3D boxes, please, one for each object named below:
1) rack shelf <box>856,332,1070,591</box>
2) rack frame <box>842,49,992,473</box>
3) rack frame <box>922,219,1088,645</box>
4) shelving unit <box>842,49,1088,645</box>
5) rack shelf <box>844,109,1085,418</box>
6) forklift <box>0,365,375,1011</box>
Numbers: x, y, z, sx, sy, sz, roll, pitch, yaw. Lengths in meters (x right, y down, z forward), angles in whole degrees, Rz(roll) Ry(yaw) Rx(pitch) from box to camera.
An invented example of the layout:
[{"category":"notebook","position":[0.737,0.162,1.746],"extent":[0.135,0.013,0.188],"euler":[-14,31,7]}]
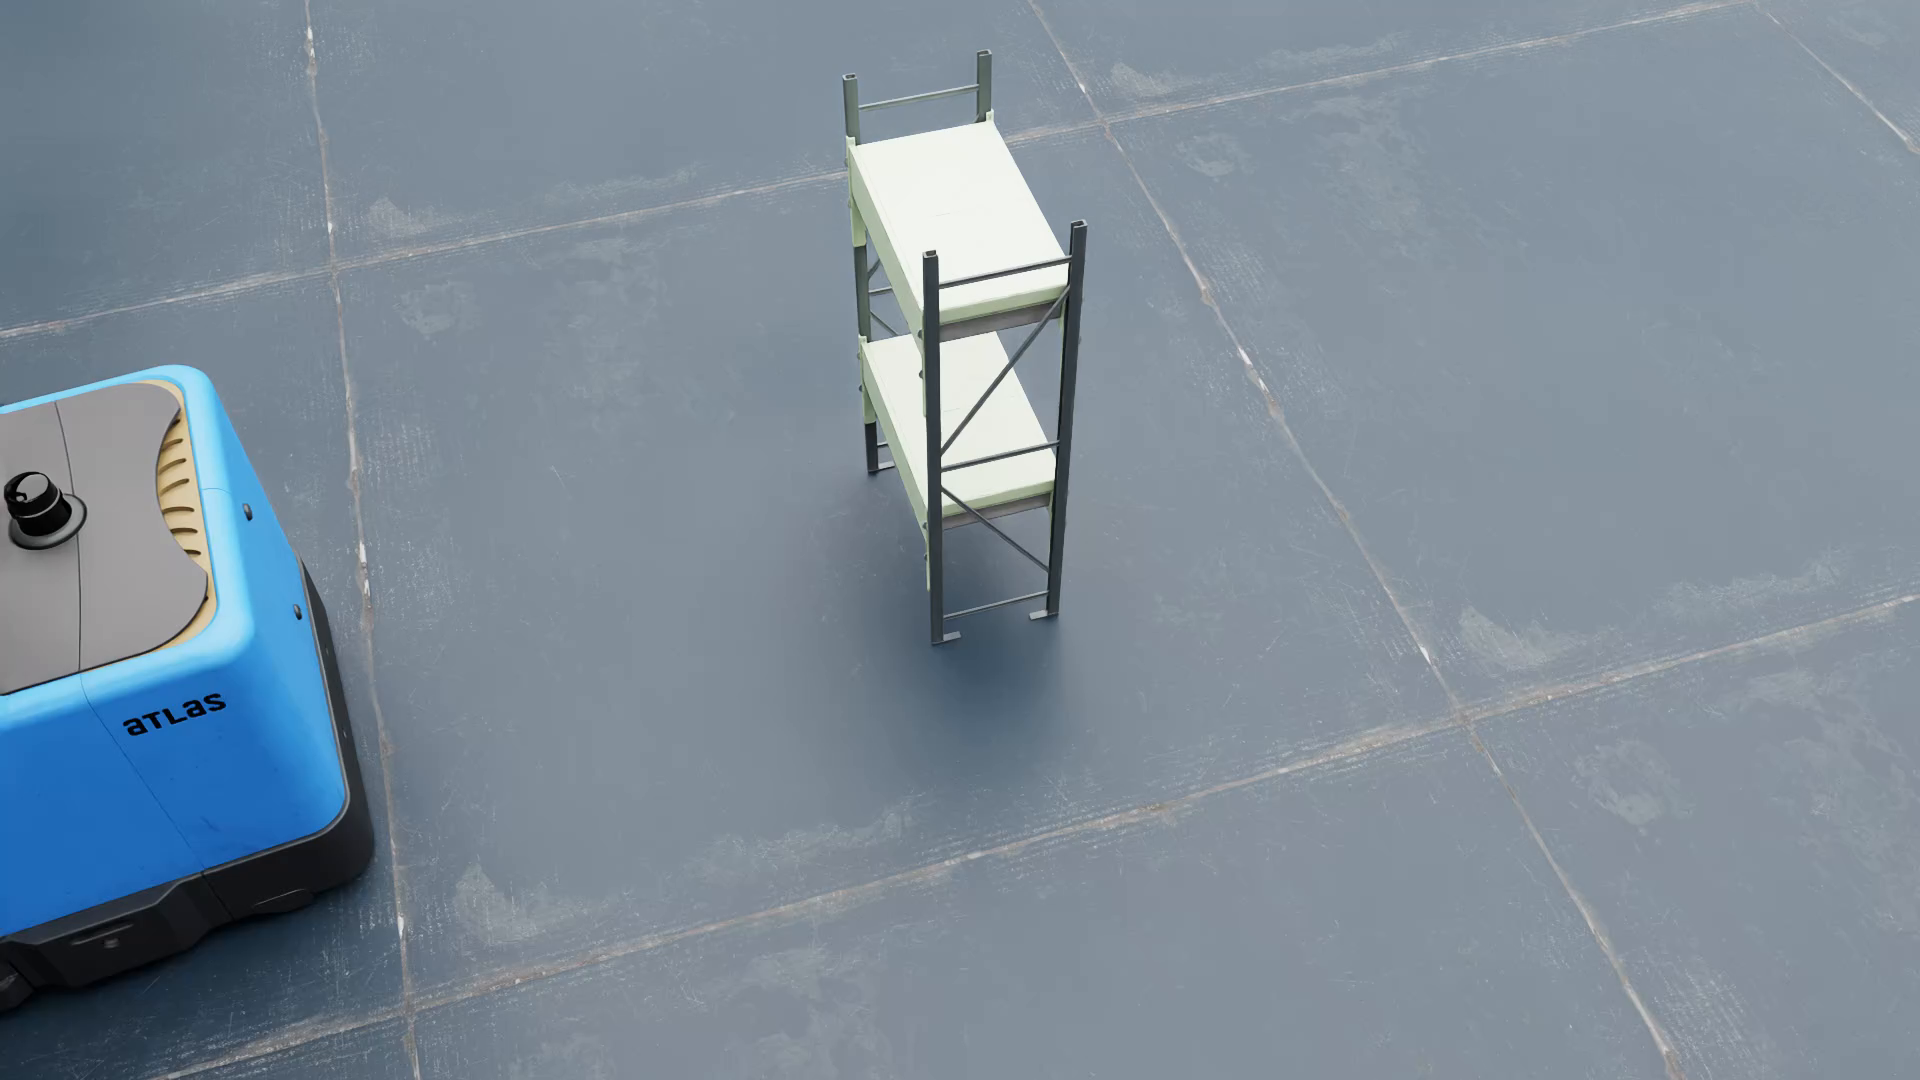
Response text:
[{"category":"rack shelf","position":[-0.002,-0.278,4.930],"extent":[0.431,0.370,0.720],"euler":[-13,51,-11]},{"category":"rack frame","position":[-0.110,-0.756,4.906],"extent":[0.400,1.500,0.023],"euler":[-13,51,-11]},{"category":"rack frame","position":[0.106,-0.221,4.455],"extent":[0.400,1.500,0.023],"euler":[-13,51,-11]},{"category":"shelving unit","position":[-0.002,-0.488,4.681],"extent":[0.431,1.500,0.755],"euler":[-13,51,-11]},{"category":"rack shelf","position":[-0.002,-0.740,4.382],"extent":[0.431,0.370,0.720],"euler":[-13,51,-11]},{"category":"forklift","position":[-3.136,0.054,3.288],"extent":[3.031,2.935,1.130],"euler":[-18,52,-14]}]
